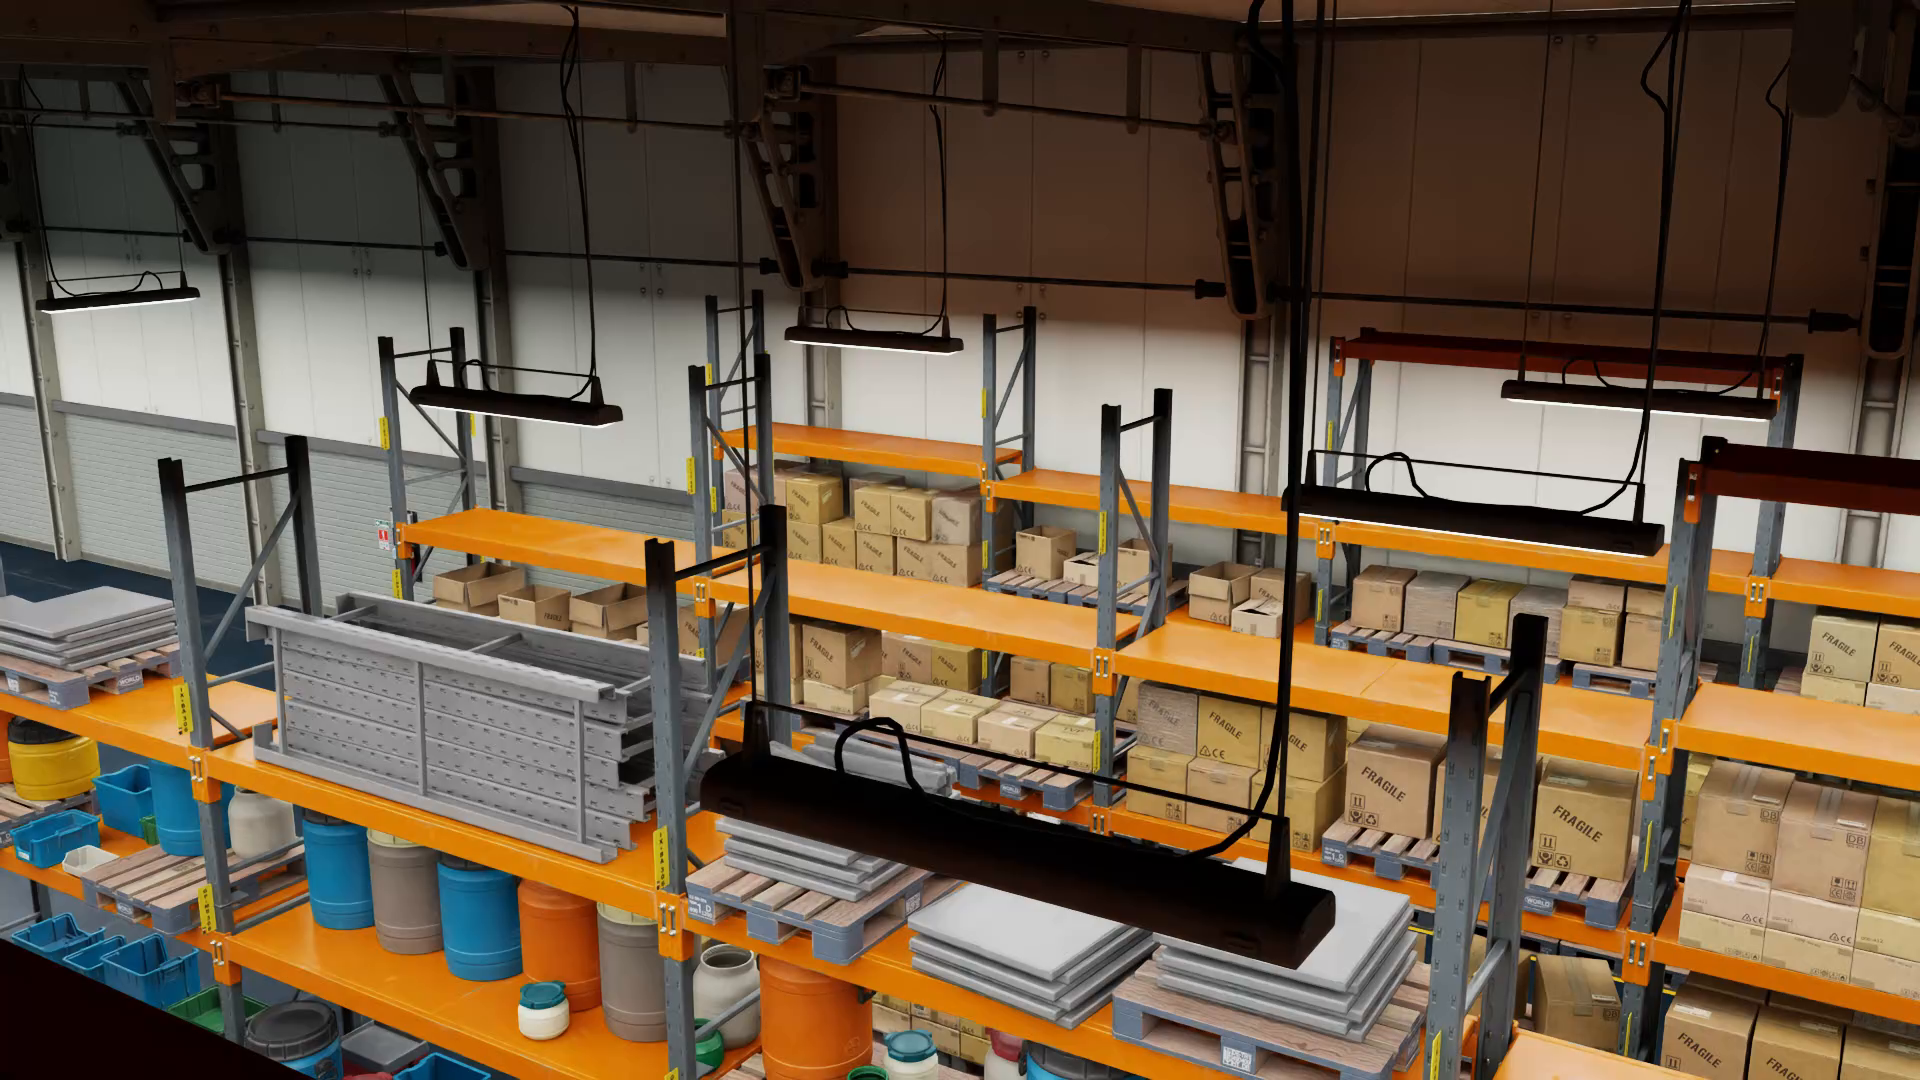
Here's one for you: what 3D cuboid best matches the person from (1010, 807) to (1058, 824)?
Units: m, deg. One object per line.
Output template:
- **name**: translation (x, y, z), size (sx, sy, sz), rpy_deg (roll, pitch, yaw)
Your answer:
- **person**: translation (0.816, 3.047, 17.643), size (0.755, 1.585, 0.614), rpy_deg (13, 19, 41)
